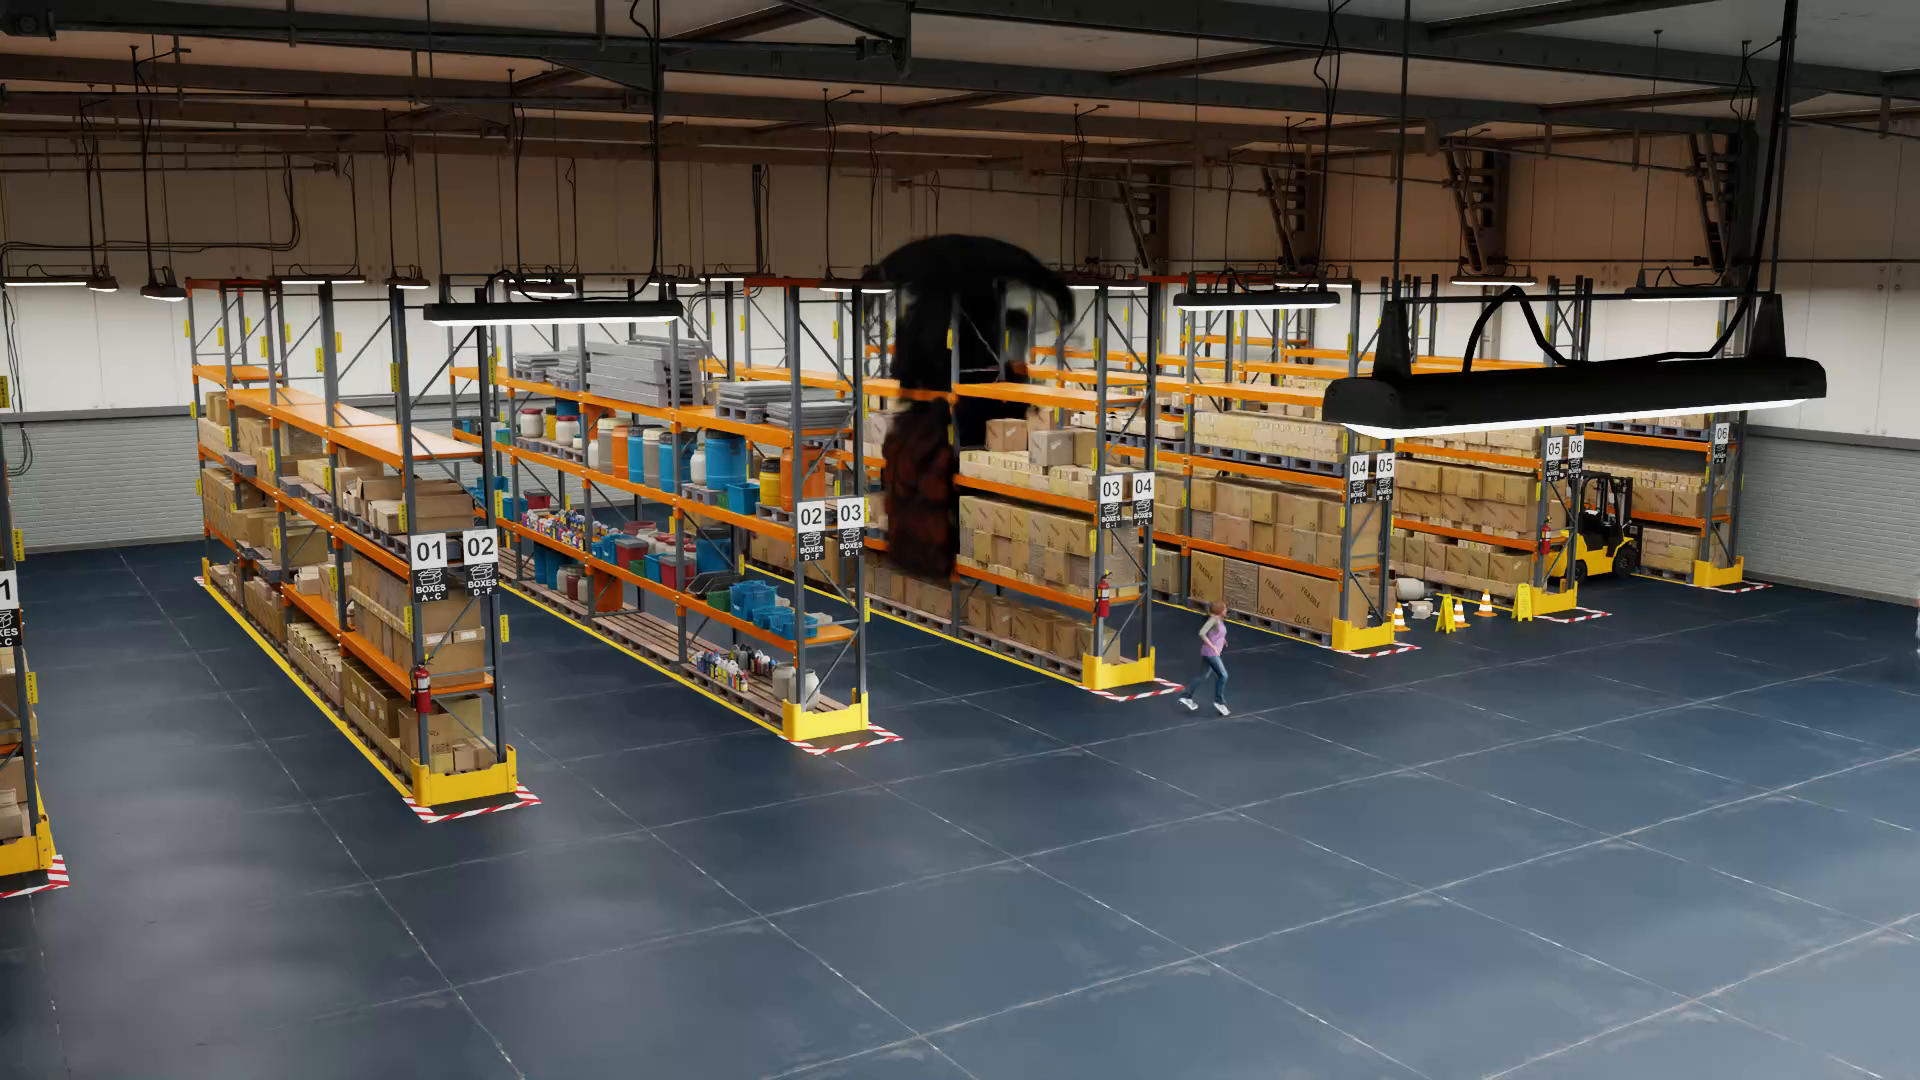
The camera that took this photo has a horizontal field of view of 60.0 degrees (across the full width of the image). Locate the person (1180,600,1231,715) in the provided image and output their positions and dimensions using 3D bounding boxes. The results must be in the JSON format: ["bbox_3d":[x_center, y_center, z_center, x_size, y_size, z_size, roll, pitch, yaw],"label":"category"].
[{"bbox_3d":[3.490,1.648,23.497,0.719,1.634,0.563,2,10,12],"label":"person"}]

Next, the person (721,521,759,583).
[{"bbox_3d":[-4.214,0.165,31.687,0.662,1.792,1.050,-9,13,-42],"label":"person"}]

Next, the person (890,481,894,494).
[{"bbox_3d":[-1.830,-1.653,42.788,0.596,1.717,0.666,8,12,39],"label":"person"}]
